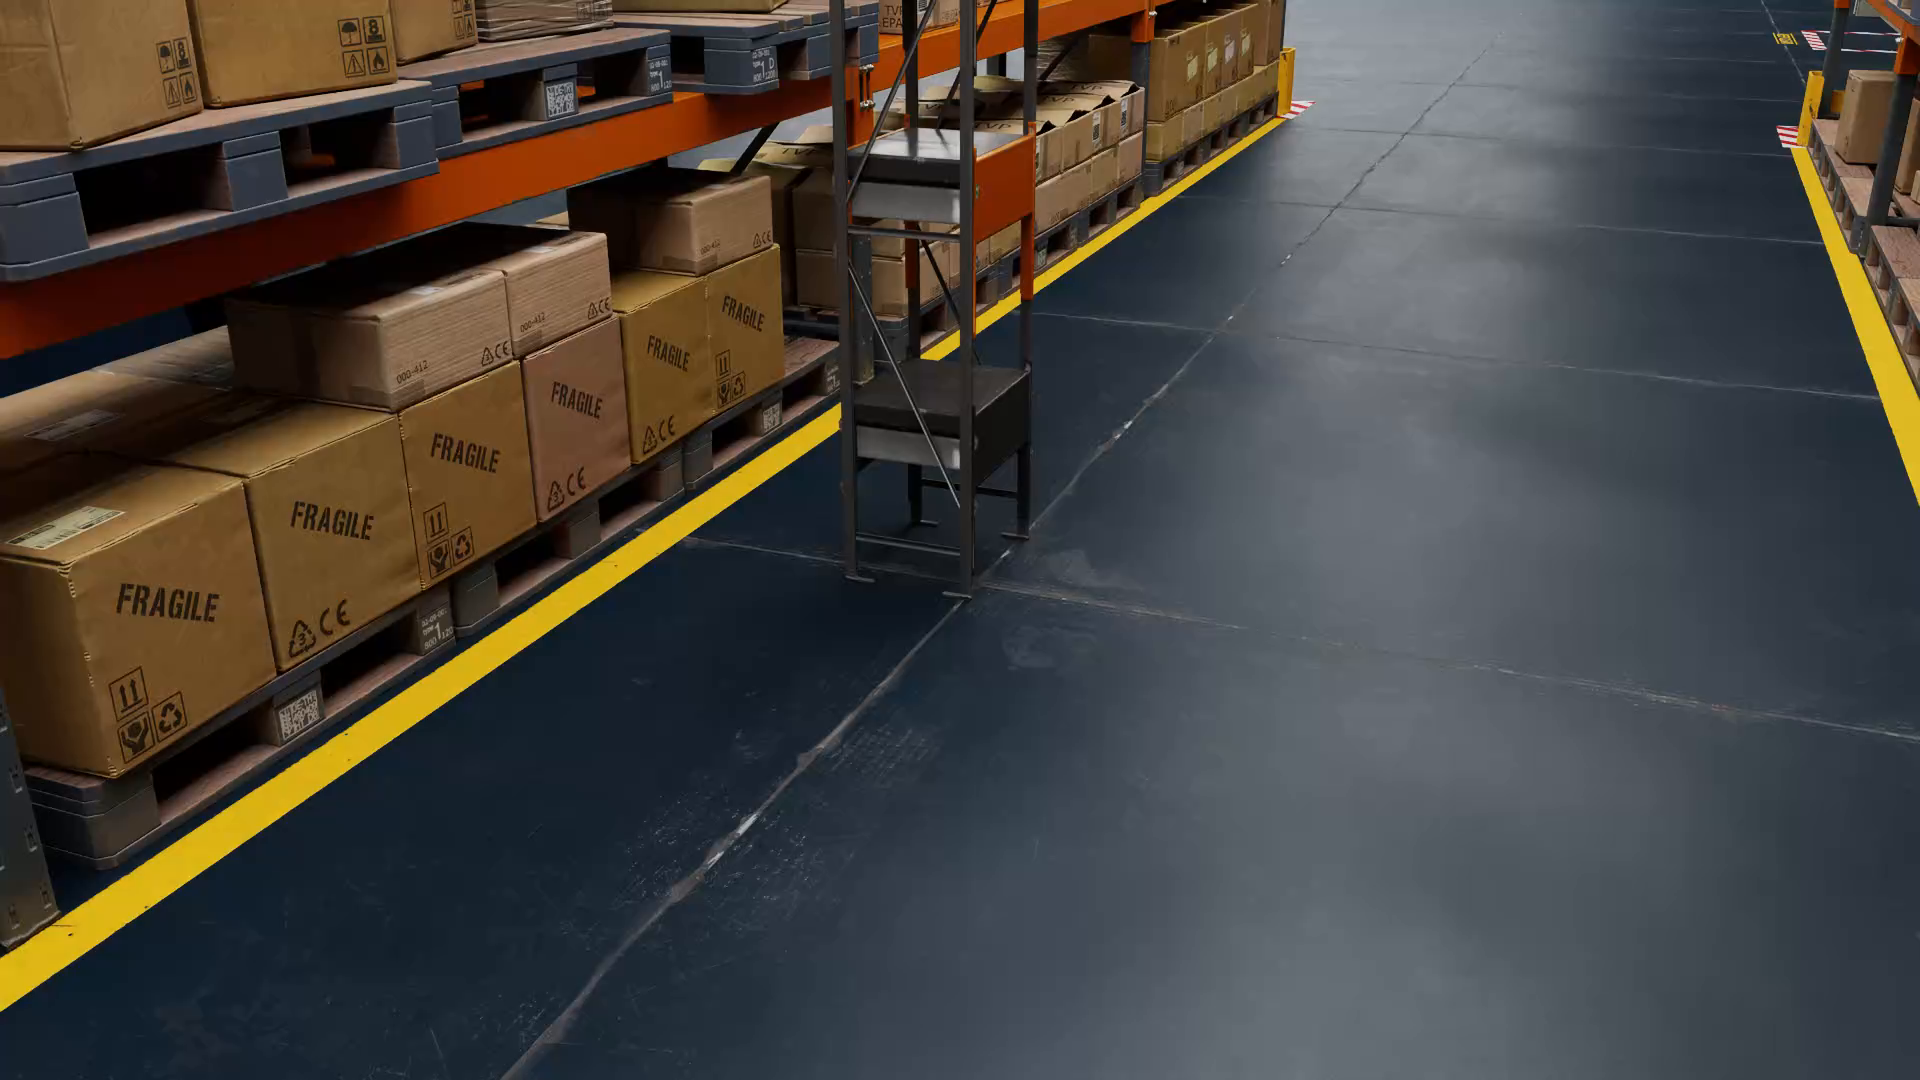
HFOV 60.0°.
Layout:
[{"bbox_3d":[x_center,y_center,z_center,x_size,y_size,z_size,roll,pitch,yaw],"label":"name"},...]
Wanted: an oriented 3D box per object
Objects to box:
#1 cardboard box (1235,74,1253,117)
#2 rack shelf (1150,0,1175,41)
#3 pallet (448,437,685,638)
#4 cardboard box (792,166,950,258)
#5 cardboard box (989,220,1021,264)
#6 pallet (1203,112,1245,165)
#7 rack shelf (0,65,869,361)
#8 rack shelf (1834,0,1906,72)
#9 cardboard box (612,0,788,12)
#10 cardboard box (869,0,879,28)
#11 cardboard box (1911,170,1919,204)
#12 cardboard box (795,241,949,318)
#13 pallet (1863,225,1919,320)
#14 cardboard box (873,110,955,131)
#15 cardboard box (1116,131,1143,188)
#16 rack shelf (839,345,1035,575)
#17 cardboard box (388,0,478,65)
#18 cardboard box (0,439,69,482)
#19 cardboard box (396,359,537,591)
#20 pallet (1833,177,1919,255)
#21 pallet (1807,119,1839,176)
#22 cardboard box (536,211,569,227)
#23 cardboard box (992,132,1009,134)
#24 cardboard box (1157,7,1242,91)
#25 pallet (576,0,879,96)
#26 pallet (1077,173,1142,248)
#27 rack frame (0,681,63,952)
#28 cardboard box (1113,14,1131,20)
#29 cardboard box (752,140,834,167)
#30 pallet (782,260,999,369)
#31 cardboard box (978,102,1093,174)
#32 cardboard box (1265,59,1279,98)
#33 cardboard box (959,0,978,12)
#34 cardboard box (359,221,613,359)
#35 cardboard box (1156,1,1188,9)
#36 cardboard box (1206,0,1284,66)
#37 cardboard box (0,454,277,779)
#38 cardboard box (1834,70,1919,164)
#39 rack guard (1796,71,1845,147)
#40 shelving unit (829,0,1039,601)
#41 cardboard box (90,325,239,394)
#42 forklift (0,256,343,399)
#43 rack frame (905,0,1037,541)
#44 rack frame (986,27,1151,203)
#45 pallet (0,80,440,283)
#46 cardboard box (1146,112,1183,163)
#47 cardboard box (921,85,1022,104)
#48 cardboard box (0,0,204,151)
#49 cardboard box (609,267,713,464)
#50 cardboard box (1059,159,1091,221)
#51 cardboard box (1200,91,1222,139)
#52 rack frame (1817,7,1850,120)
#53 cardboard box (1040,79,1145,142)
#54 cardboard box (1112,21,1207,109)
[{"bbox_3d":[1.850,-3.286,12.249,0.500,0.250,0.500,9,24,20],"label":"cardboard box"},{"bbox_3d":[1.391,-3.908,11.647,1.077,0.370,4.000,9,24,20],"label":"rack shelf"},{"bbox_3d":[-1.605,-0.109,5.237,1.003,0.211,1.213,9,24,20],"label":"pallet"},{"bbox_3d":[-0.371,-1.422,7.057,0.500,0.311,0.500,10,25,22],"label":"cardboard box"},{"bbox_3d":[0.003,-1.530,8.044,0.500,0.250,0.500,8,24,19],"label":"cardboard box"},{"bbox_3d":[1.434,-2.954,12.048,1.003,0.211,1.213,9,24,20],"label":"pallet"},{"bbox_3d":[-1.581,-1.045,4.793,1.077,0.370,4.000,9,24,20],"label":"rack shelf"},{"bbox_3d":[5.991,-3.200,9.952,1.077,0.370,4.000,9,24,20],"label":"rack shelf"},{"bbox_3d":[-0.967,-2.091,5.690,0.700,0.500,0.500,1,23,2],"label":"cardboard box"},{"bbox_3d":[-0.662,-2.175,6.682,0.500,0.311,0.500,10,25,23],"label":"cardboard box"},{"bbox_3d":[5.419,-1.908,9.030,0.380,0.166,0.250,6,23,13],"label":"cardboard box"},{"bbox_3d":[-0.371,-1.163,7.165,0.500,0.250,0.500,9,24,20],"label":"cardboard box"},{"bbox_3d":[4.961,-1.251,7.970,1.003,0.211,1.213,9,24,20],"label":"pallet"},{"bbox_3d":[-0.307,-2.045,8.550,0.500,0.311,0.500,9,24,22],"label":"cardboard box"},{"bbox_3d":[0.763,-2.259,9.789,0.500,0.250,0.500,9,24,20],"label":"cardboard box"},{"bbox_3d":[-0.061,-0.251,4.979,0.431,0.518,0.480,9,24,20],"label":"rack shelf"},{"bbox_3d":[-1.725,-1.542,4.376,0.700,0.500,0.500,3,23,7],"label":"cardboard box"},{"bbox_3d":[-2.406,0.072,3.859,0.500,0.500,0.500,9,24,20],"label":"cardboard box"},{"bbox_3d":[-1.537,-0.219,4.555,0.500,0.500,0.500,9,24,21],"label":"cardboard box"},{"bbox_3d":[5.465,-1.775,9.225,1.003,0.211,1.213,9,24,20],"label":"pallet"},{"bbox_3d":[6.372,-2.648,11.316,1.003,0.211,1.213,9,24,20],"label":"pallet"},{"bbox_3d":[-1.272,-1.020,6.473,0.500,0.500,0.500,10,25,22],"label":"cardboard box"},{"bbox_3d":[0.008,-1.793,7.946,0.500,0.311,0.500,8,24,19],"label":"cardboard box"},{"bbox_3d":[1.666,-3.453,11.675,0.500,0.500,0.500,9,24,20],"label":"cardboard box"},{"bbox_3d":[-1.024,-1.751,5.800,1.213,0.211,1.003,9,24,20],"label":"pallet"},{"bbox_3d":[0.410,-1.968,9.688,1.003,0.211,1.213,9,24,20],"label":"pallet"},{"bbox_3d":[-2.324,-0.661,2.941,1.000,3.000,0.127,9,24,20],"label":"rack frame"},{"bbox_3d":[0.996,-3.349,11.426,0.500,0.500,0.500,9,24,20],"label":"cardboard box"},{"bbox_3d":[-0.685,-1.686,7.690,0.500,0.311,0.500,8,24,19],"label":"cardboard box"},{"bbox_3d":[-0.496,-1.095,7.597,1.003,0.211,1.213,9,24,20],"label":"pallet"},{"bbox_3d":[0.389,-2.157,8.816,0.500,0.311,0.500,9,24,20],"label":"cardboard box"},{"bbox_3d":[2.209,-3.646,13.110,0.500,0.250,0.500,9,24,20],"label":"cardboard box"},{"bbox_3d":[-0.230,-2.742,7.792,0.500,0.500,0.500,7,24,17],"label":"cardboard box"},{"bbox_3d":[-1.360,-0.732,4.811,0.500,0.250,0.500,8,24,19],"label":"cardboard box"},{"bbox_3d":[1.370,-3.706,12.281,0.500,0.500,0.500,9,24,20],"label":"cardboard box"},{"bbox_3d":[2.211,-3.992,12.965,0.500,0.500,0.500,9,24,20],"label":"cardboard box"},{"bbox_3d":[-1.918,0.151,3.669,0.500,0.500,0.500,8,24,18],"label":"cardboard box"},{"bbox_3d":[5.863,-2.603,10.262,0.700,0.500,0.500,7,24,17],"label":"cardboard box"},{"bbox_3d":[6.706,-3.067,11.944,1.175,0.500,0.348,9,24,20],"label":"rack guard"},{"bbox_3d":[-0.061,-0.910,4.703,0.431,2.100,0.503,9,24,20],"label":"shelving unit"},{"bbox_3d":[-2.028,-0.283,4.709,0.500,0.500,0.500,9,24,21],"label":"cardboard box"},{"bbox_3d":[-2.880,-1.812,5.784,1.130,2.935,3.031,9,24,20],"label":"forklift"},{"bbox_3d":[0.029,-0.997,4.913,0.400,2.100,0.015,9,24,20],"label":"rack frame"},{"bbox_3d":[0.648,-3.524,9.795,1.000,3.000,0.127,9,24,20],"label":"rack frame"},{"bbox_3d":[-1.926,-0.843,3.625,1.003,0.211,1.213,9,24,20],"label":"pallet"},{"bbox_3d":[1.102,-2.572,10.537,0.500,0.250,0.500,9,24,20],"label":"cardboard box"},{"bbox_3d":[0.072,-2.417,9.440,0.500,0.311,0.500,8,24,19],"label":"cardboard box"},{"bbox_3d":[-1.940,-1.039,3.170,0.700,0.500,0.500,1,23,2],"label":"cardboard box"},{"bbox_3d":[-1.160,-0.589,5.440,0.500,0.500,0.500,8,24,18],"label":"cardboard box"},{"bbox_3d":[0.384,-1.895,8.918,0.500,0.250,0.500,9,24,21],"label":"cardboard box"},{"bbox_3d":[1.483,-2.928,11.391,0.500,0.250,0.500,9,24,20],"label":"cardboard box"},{"bbox_3d":[6.734,-4.248,11.527,1.000,3.000,0.127,9,24,20],"label":"rack frame"},{"bbox_3d":[0.764,-2.522,9.691,0.500,0.311,0.500,9,24,20],"label":"cardboard box"},{"bbox_3d":[1.289,-3.096,10.820,0.500,0.500,0.500,9,24,20],"label":"cardboard box"}]
